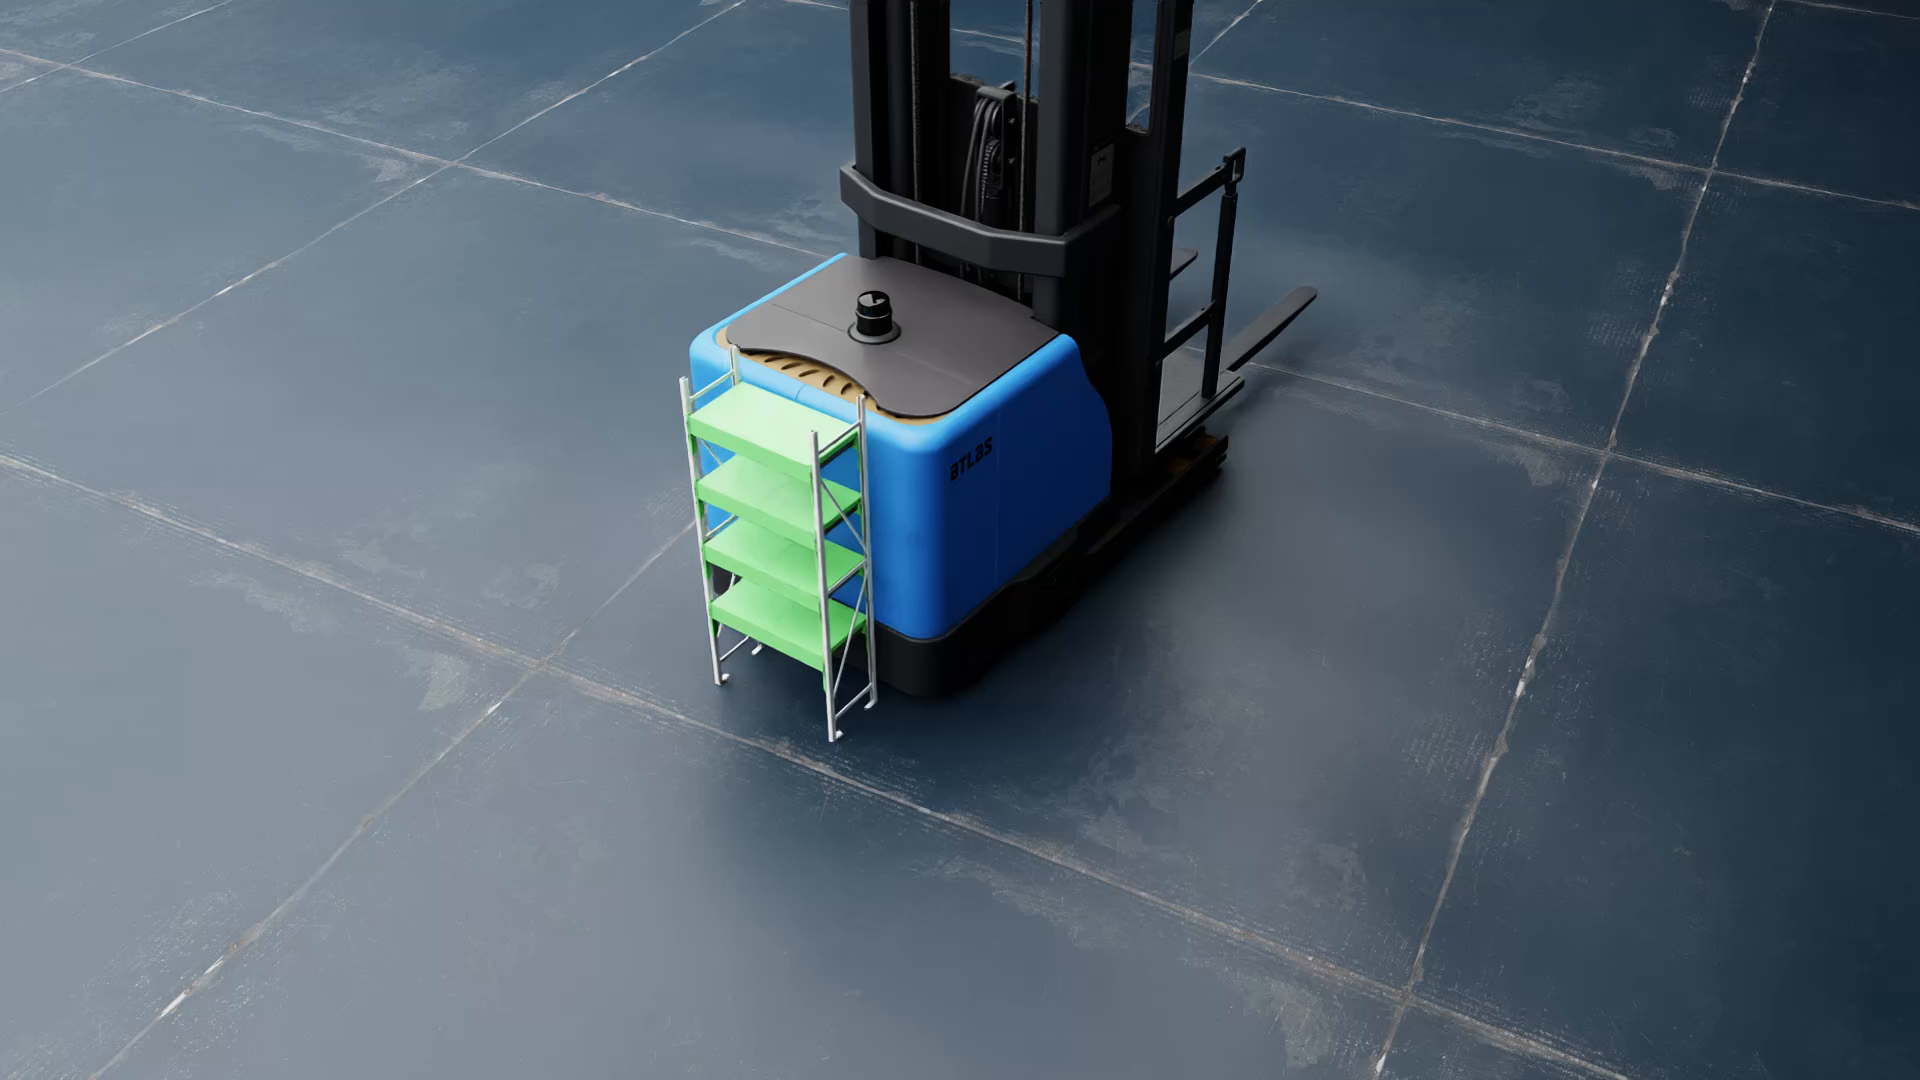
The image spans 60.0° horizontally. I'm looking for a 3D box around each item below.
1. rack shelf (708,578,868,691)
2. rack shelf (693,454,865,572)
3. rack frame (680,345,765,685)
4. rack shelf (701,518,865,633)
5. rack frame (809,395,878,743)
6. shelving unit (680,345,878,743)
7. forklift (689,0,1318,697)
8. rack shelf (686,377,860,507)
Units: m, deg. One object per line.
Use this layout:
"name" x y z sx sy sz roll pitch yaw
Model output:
"rack shelf" -0.550 0.276 5.397 0.480 0.148 0.258 23 43 27
"rack shelf" -0.550 -0.107 5.107 0.480 0.148 0.258 23 43 27
"rack frame" -0.750 -0.051 5.324 0.015 1.200 0.240 23 43 27
"rack shelf" -0.550 0.084 5.252 0.480 0.148 0.258 23 43 27
"rack frame" -0.349 0.118 5.102 0.015 1.200 0.240 23 43 27
"shelving unit" -0.550 0.034 5.213 0.503 1.200 0.258 23 43 27
"forklift" 0.402 -1.489 5.787 1.130 2.935 3.031 25 44 29
"rack shelf" -0.550 -0.298 4.962 0.480 0.148 0.258 23 43 27
